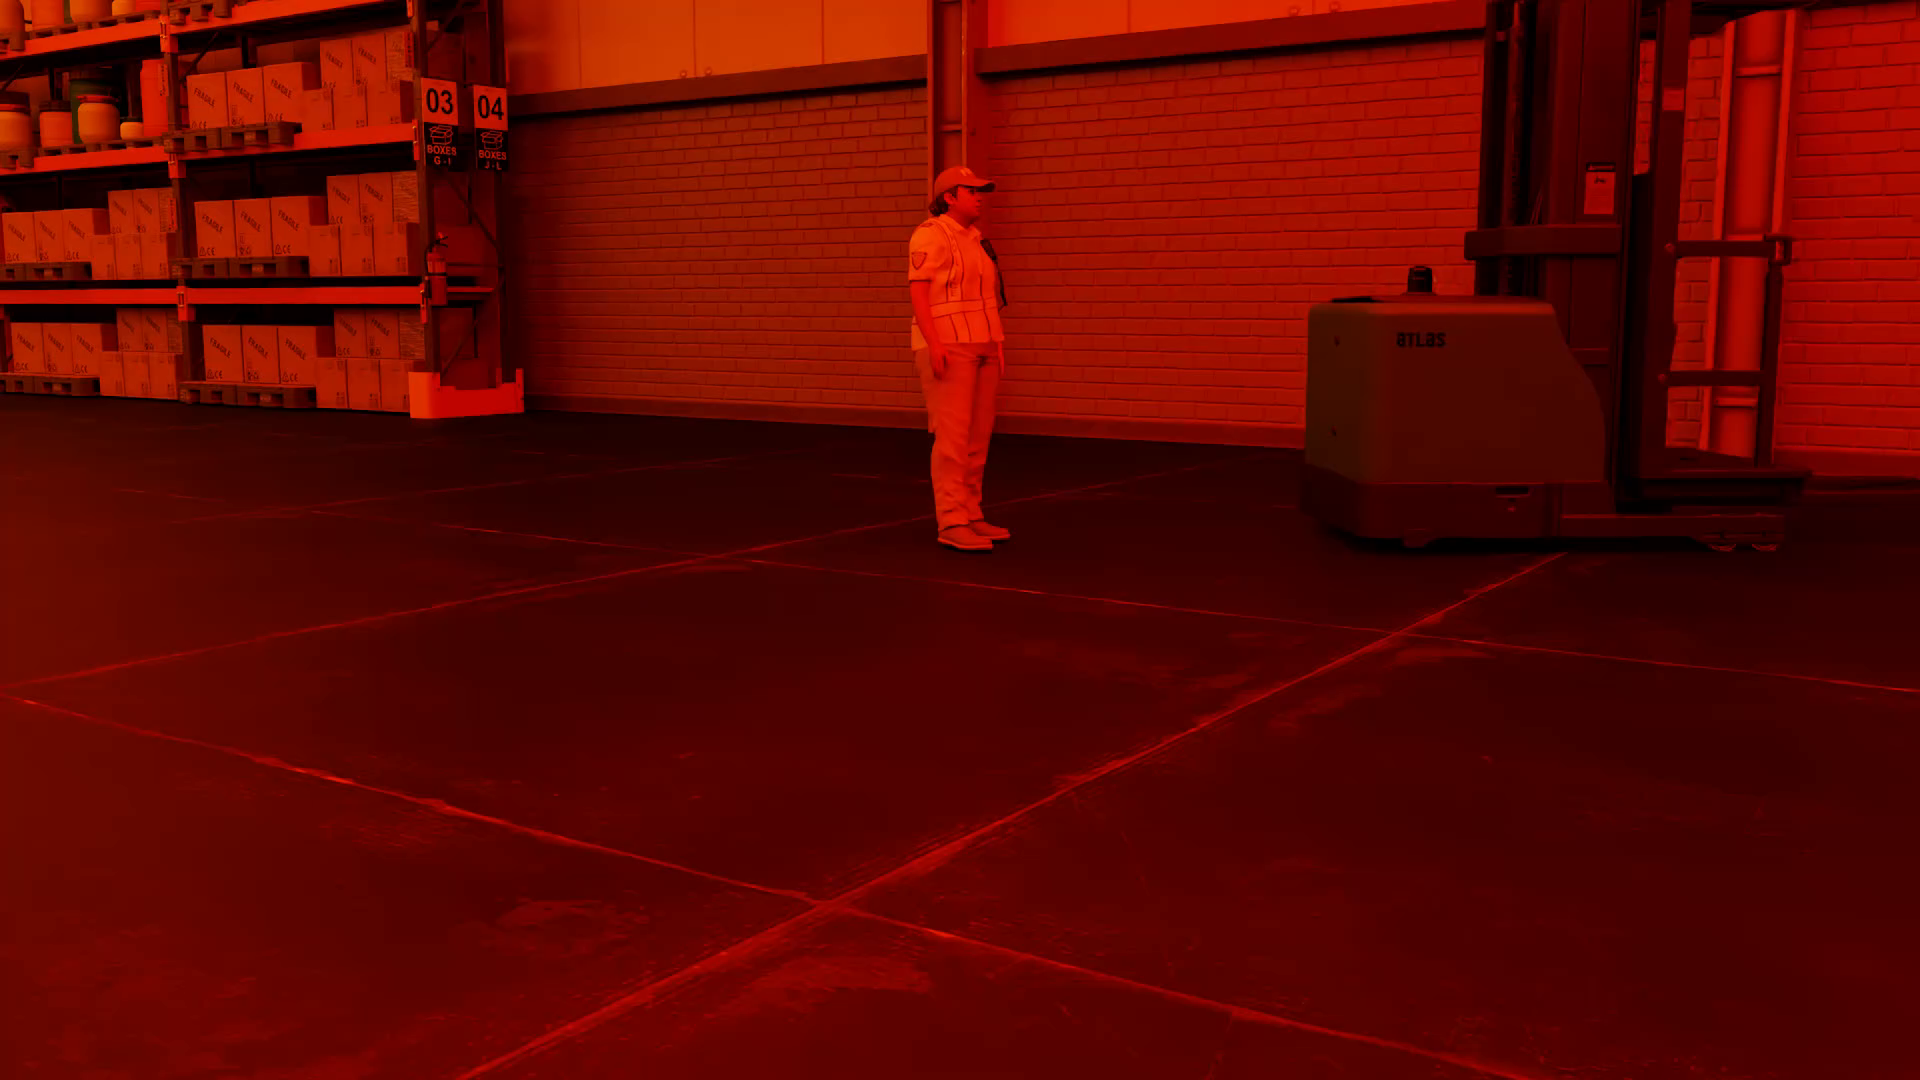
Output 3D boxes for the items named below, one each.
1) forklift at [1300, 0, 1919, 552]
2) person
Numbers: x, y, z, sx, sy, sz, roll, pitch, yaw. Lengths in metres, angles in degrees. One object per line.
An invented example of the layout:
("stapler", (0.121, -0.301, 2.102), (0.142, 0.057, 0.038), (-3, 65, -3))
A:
("forklift", (3.192, -1.474, 7.557), (3.031, 2.935, 1.130), (-1, 8, -4))
("person", (0.051, -0.825, 7.424), (0.529, 1.670, 0.598), (5, 10, 34))
